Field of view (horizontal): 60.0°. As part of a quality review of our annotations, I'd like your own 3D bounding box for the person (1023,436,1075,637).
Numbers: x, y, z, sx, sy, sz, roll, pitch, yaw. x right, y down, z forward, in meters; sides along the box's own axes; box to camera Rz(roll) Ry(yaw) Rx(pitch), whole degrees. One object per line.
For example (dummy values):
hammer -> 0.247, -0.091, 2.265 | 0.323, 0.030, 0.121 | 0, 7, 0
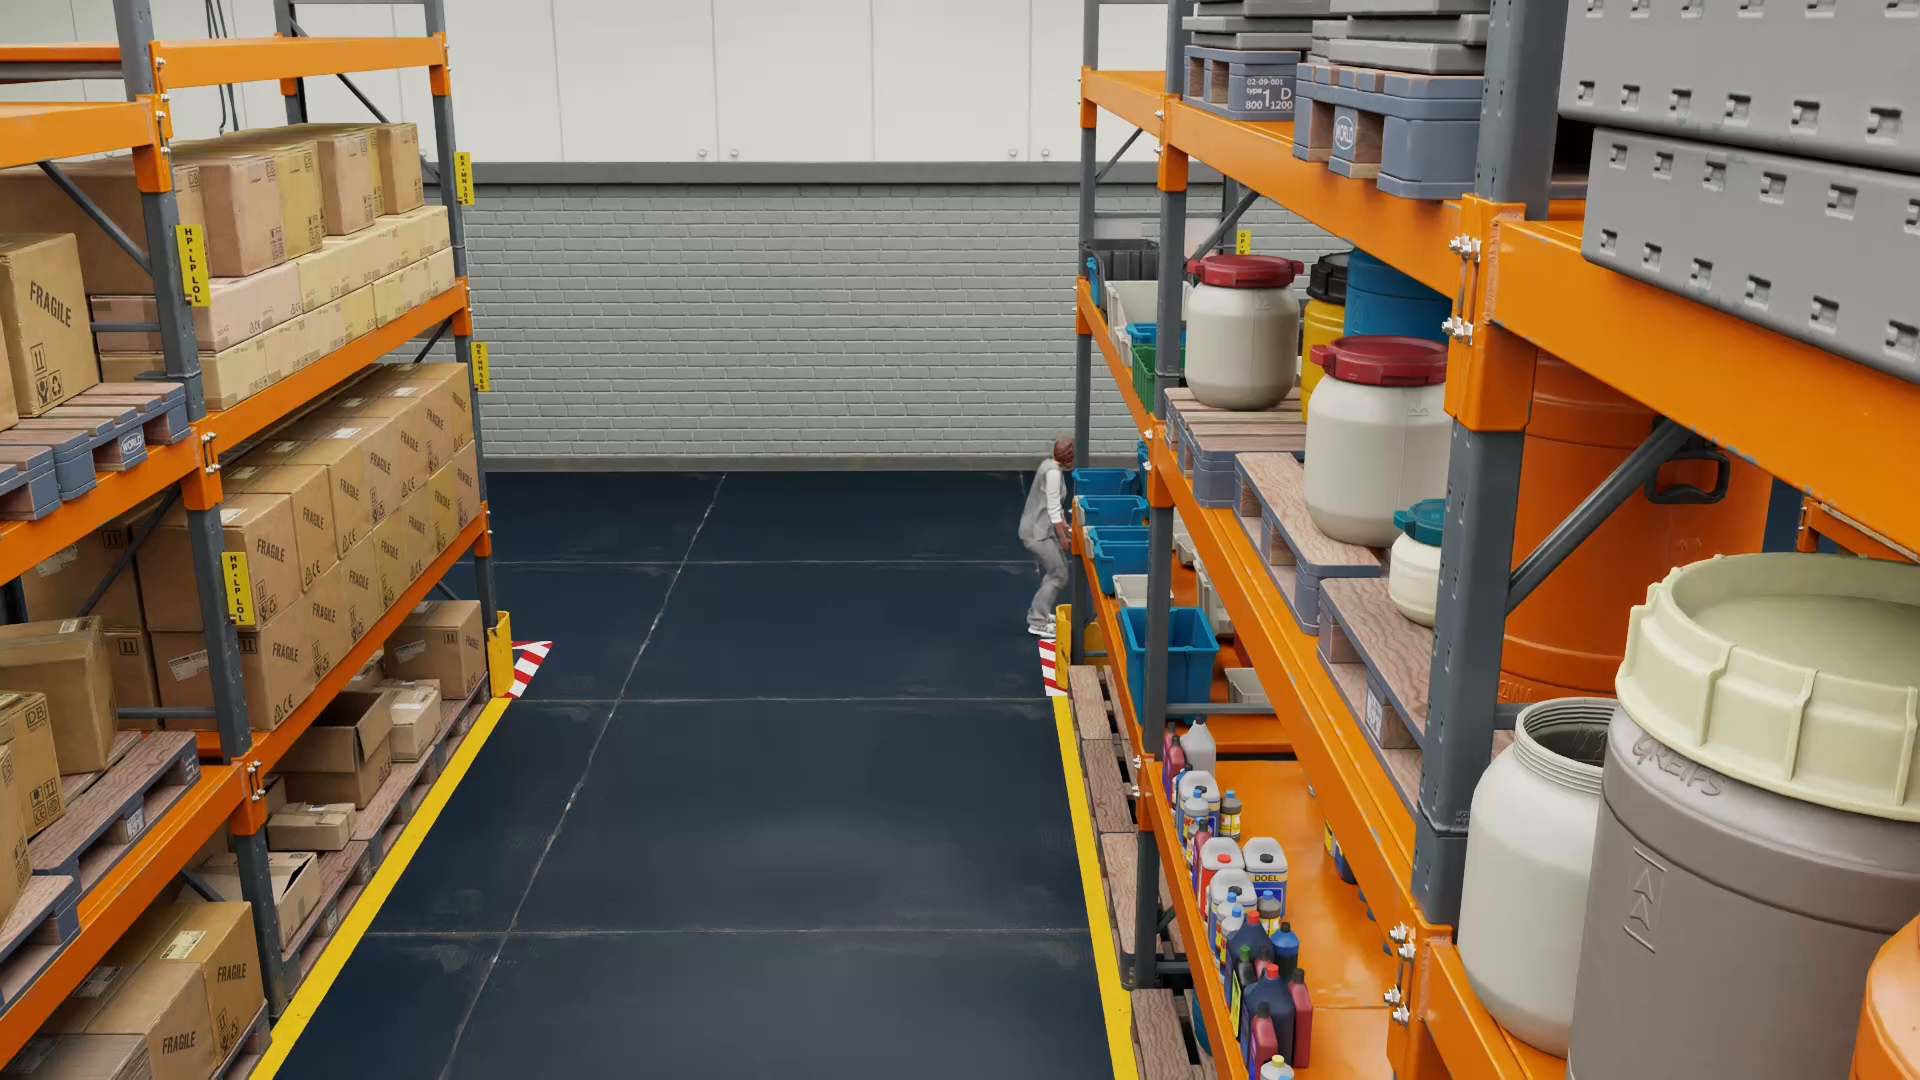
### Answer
person -> 0.686, -0.035, 12.385 | 0.447, 1.483, 0.427 | 1, 17, 4
